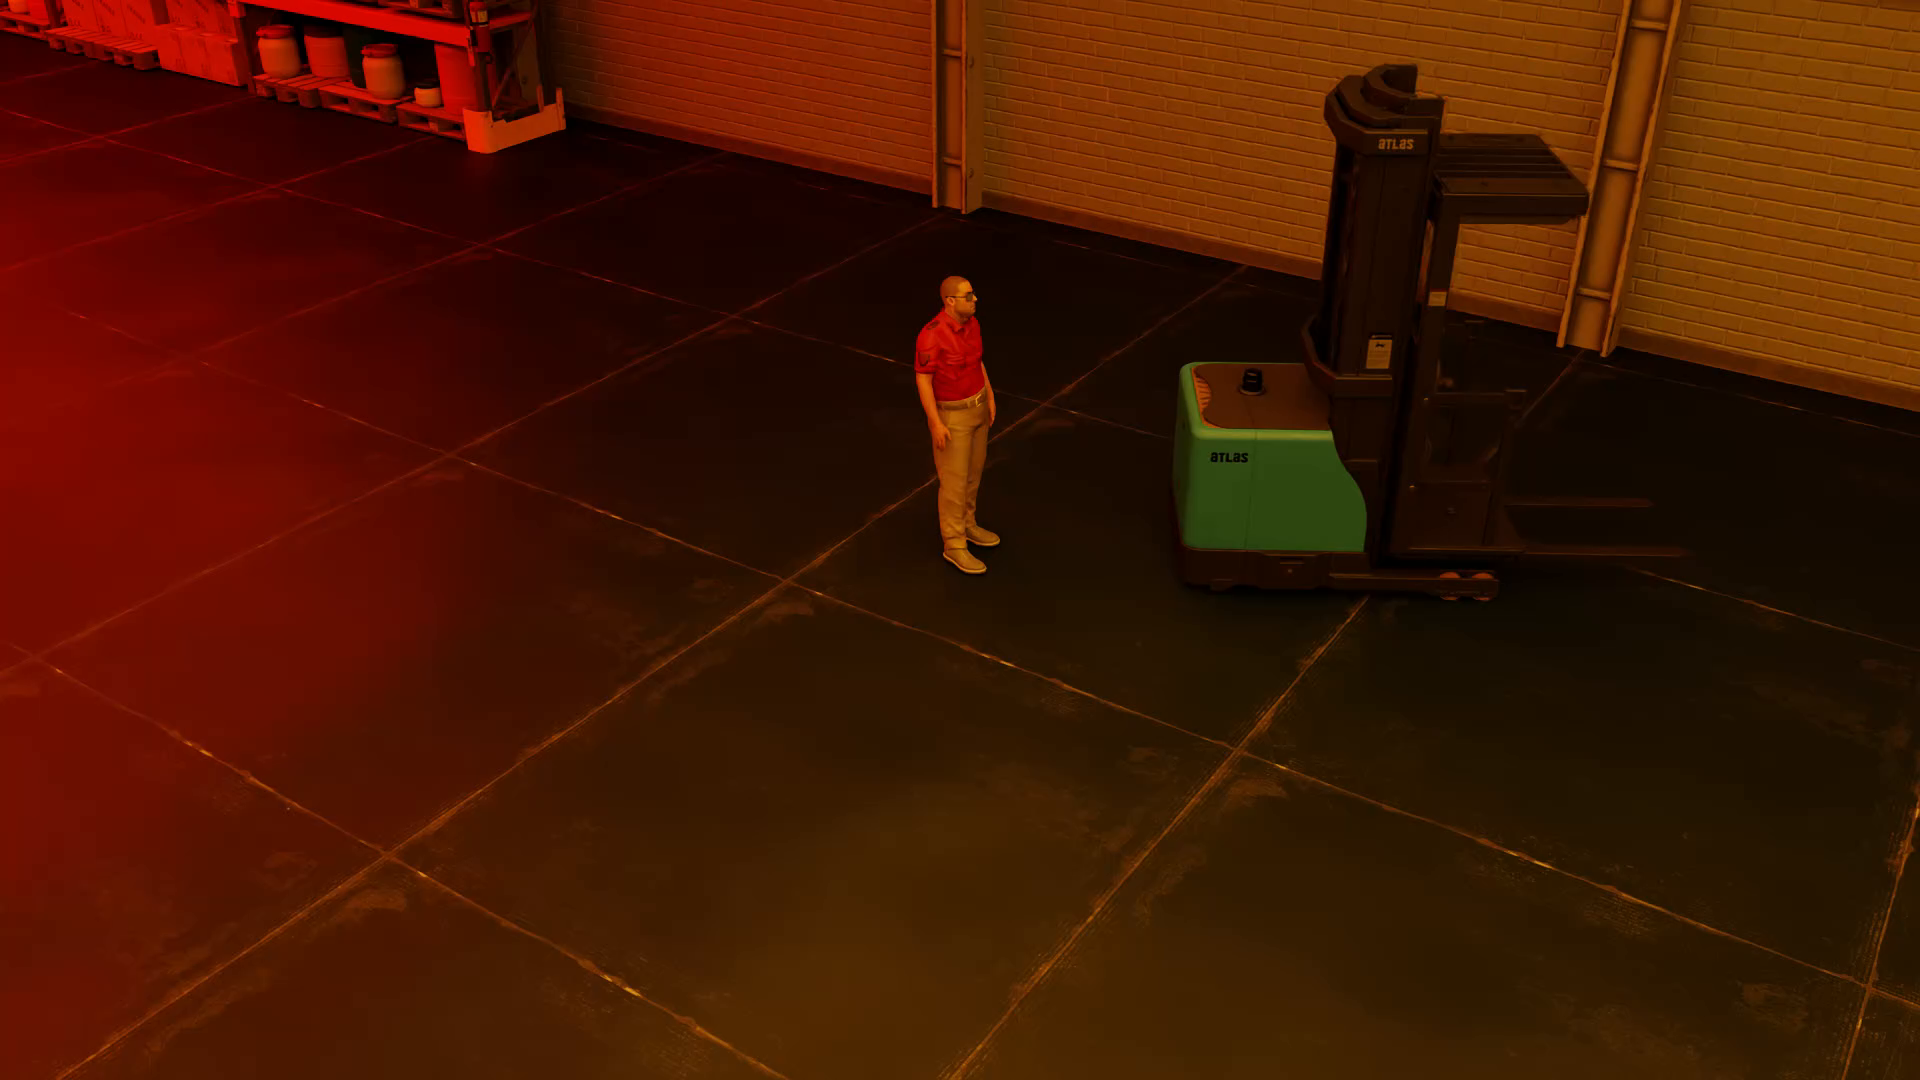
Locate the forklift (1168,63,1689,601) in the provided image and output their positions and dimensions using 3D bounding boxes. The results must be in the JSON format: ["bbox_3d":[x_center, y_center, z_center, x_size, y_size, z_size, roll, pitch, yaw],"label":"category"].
[{"bbox_3d":[2.838,-1.178,9.609,3.031,2.935,1.130,1,30,2],"label":"forklift"}]

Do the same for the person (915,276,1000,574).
[{"bbox_3d":[0.068,-0.723,10.010,0.551,1.727,0.640,19,35,29],"label":"person"}]
